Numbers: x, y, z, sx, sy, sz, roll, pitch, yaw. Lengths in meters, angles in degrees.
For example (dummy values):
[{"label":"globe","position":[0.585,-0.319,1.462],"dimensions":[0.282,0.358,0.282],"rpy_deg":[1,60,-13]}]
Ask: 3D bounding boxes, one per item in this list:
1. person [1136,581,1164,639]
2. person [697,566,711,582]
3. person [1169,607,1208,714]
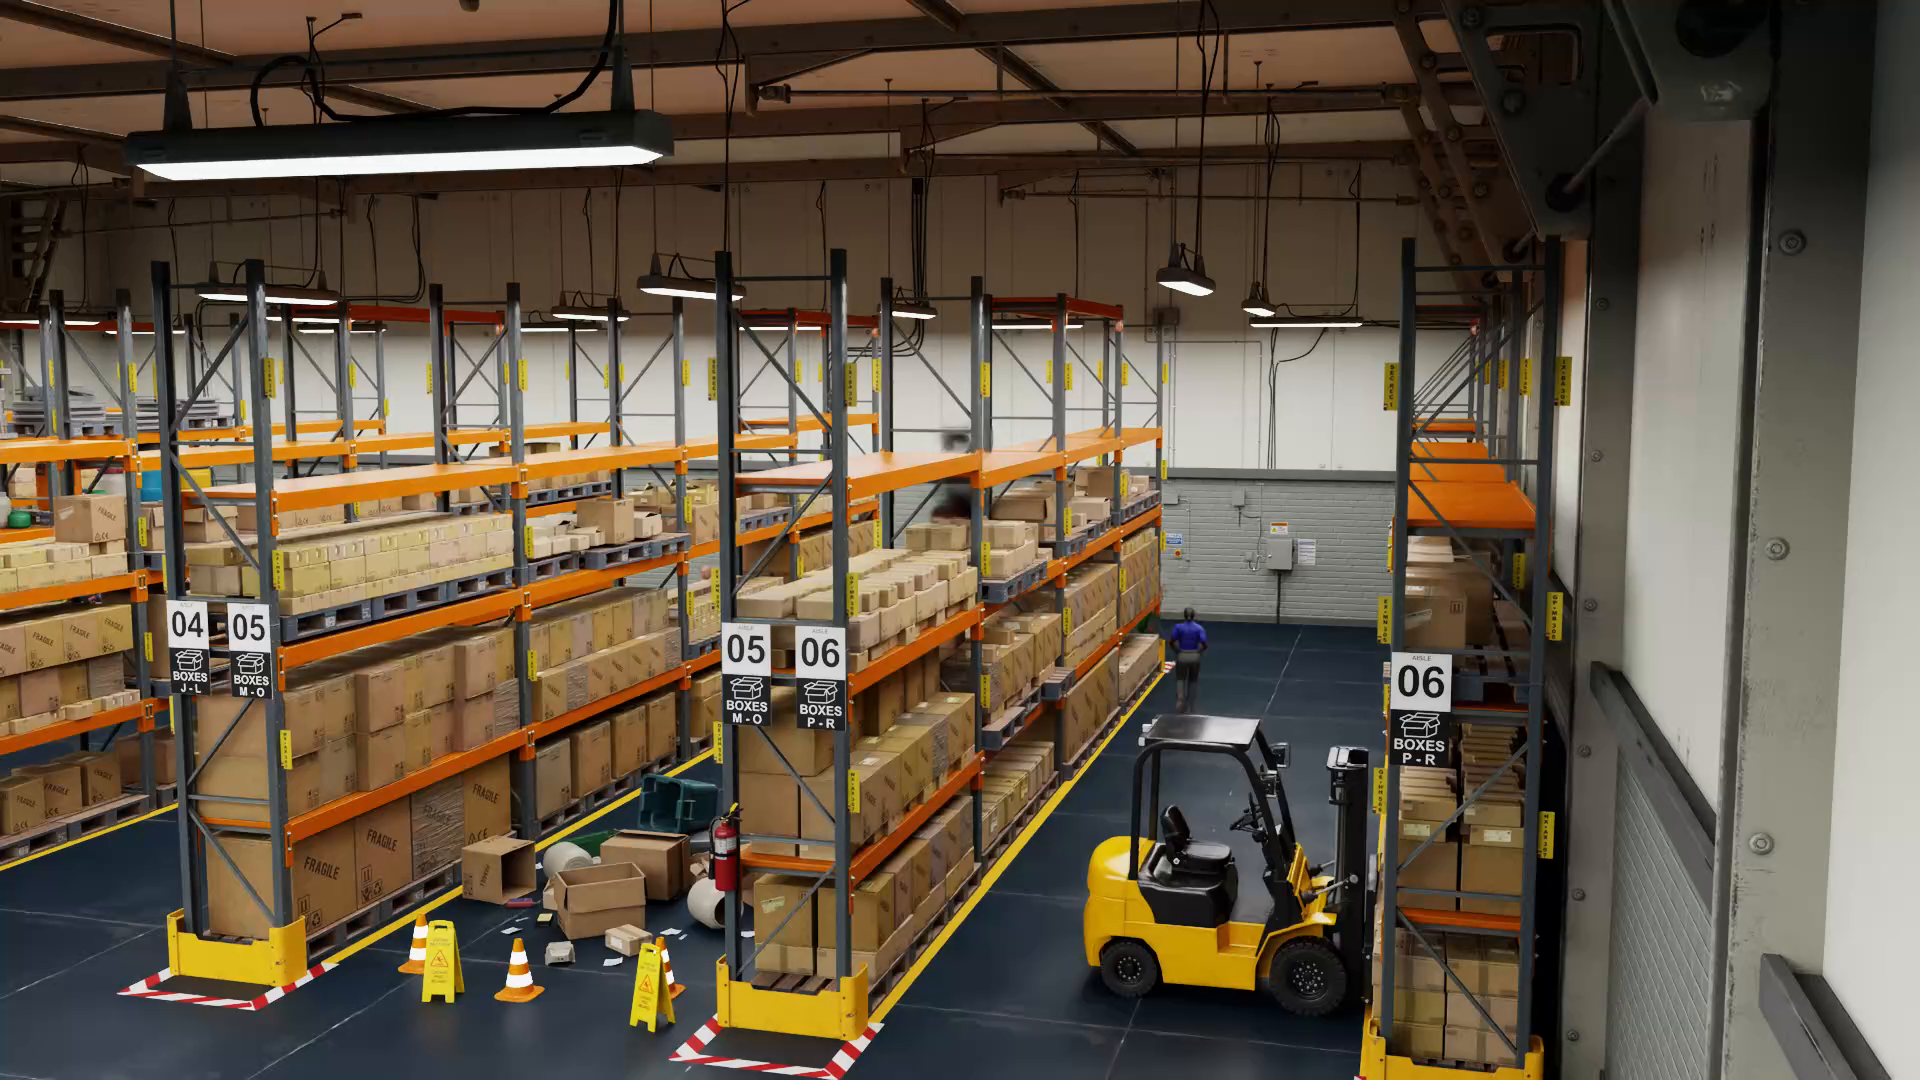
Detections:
[{"label":"person","position":[3.257,1.201,29.431],"dimensions":[0.565,1.719,0.761],"rpy_deg":[3,7,30]},{"label":"person","position":[-4.190,1.326,27.950],"dimensions":[0.720,1.805,1.060],"rpy_deg":[2,7,22]},{"label":"person","position":[3.373,1.777,24.559],"dimensions":[0.572,1.594,0.581],"rpy_deg":[1,6,10]}]
